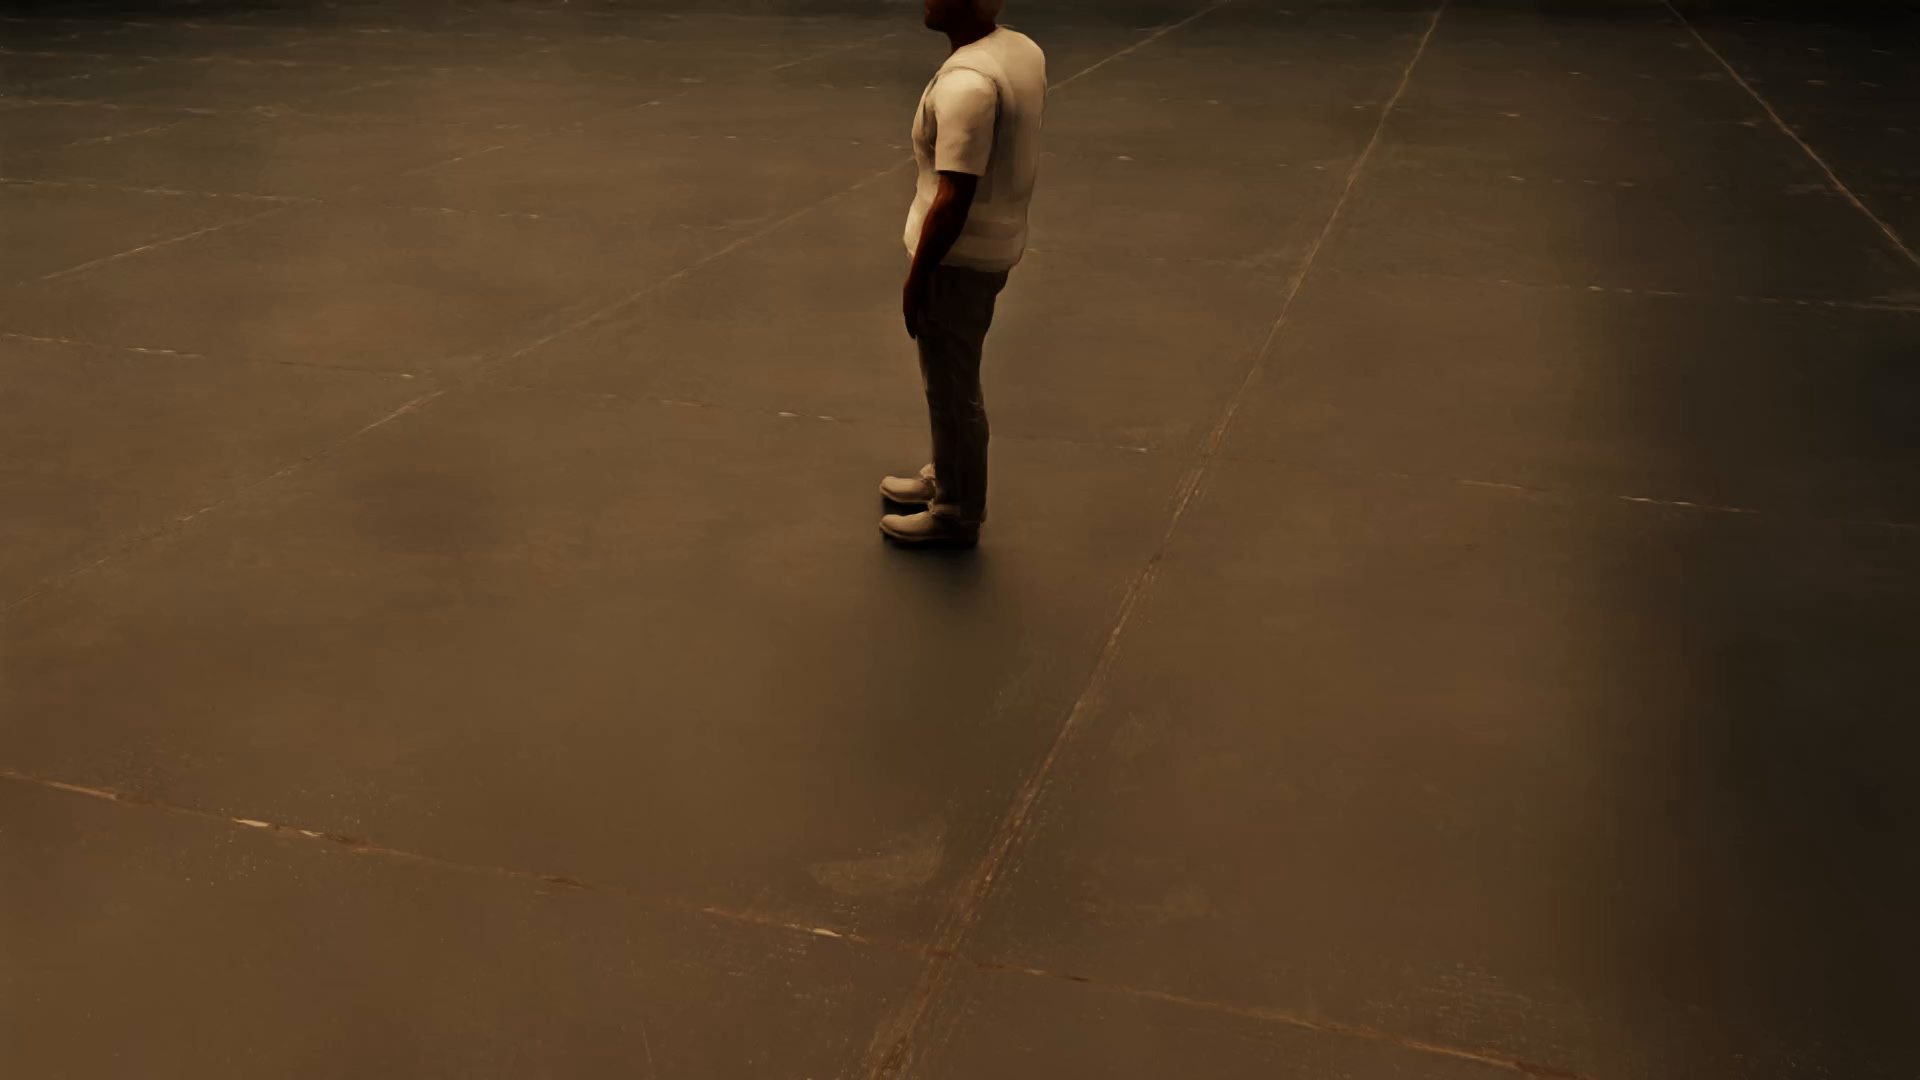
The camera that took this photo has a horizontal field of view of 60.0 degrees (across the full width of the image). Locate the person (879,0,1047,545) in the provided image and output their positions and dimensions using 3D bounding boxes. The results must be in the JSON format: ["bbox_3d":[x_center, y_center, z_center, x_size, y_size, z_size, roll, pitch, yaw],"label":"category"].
[{"bbox_3d":[-0.065,-0.833,4.805,0.576,1.766,0.665,7,23,16],"label":"person"}]
